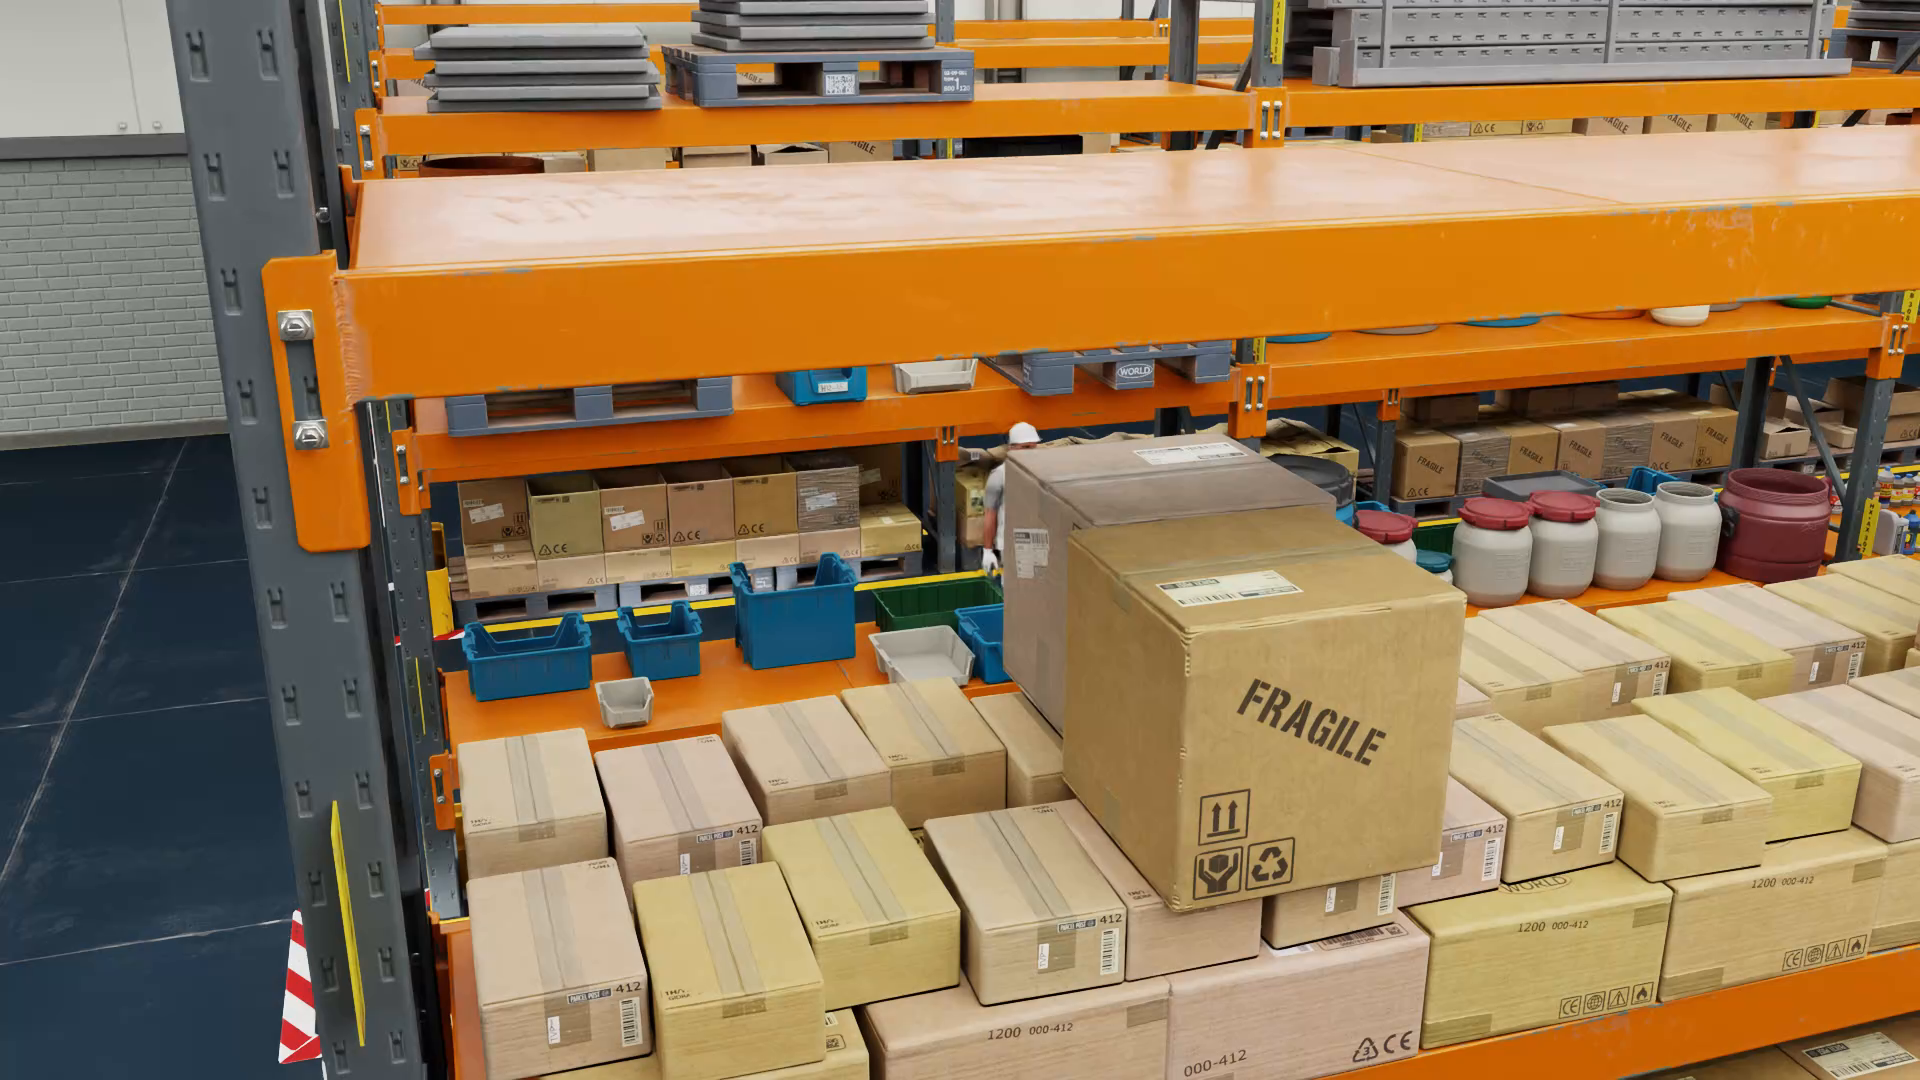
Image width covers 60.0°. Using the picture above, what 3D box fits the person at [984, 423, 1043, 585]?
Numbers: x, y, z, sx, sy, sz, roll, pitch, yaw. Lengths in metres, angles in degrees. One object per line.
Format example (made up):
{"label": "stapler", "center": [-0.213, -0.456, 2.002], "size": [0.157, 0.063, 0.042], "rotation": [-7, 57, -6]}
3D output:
{"label": "person", "center": [0.500, 0.099, 11.192], "size": [0.543, 1.777, 0.774], "rotation": [-13, 23, -33]}
